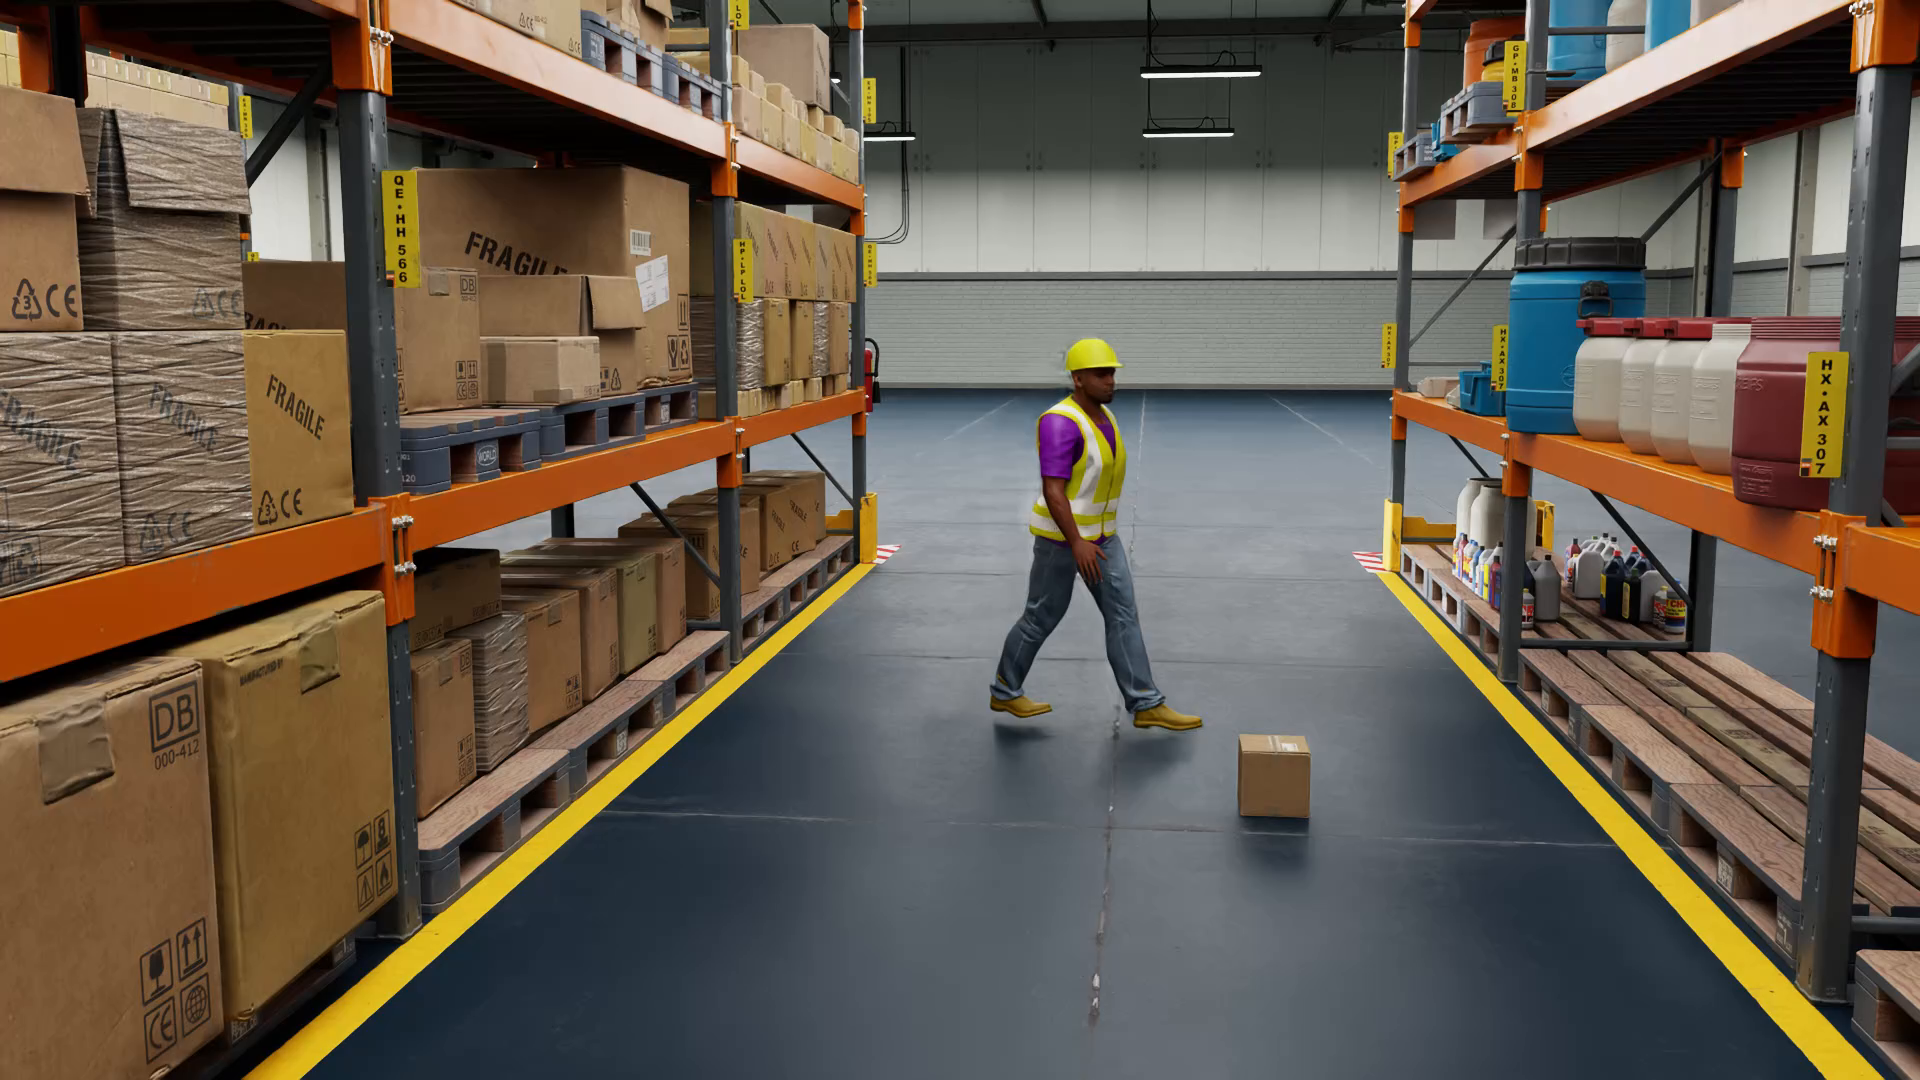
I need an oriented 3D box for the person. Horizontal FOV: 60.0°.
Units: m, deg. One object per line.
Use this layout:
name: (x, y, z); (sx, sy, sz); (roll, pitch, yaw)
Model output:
person: (0.552, -0.026, 7.291); (0.984, 1.703, 0.609); (6, 10, 39)
